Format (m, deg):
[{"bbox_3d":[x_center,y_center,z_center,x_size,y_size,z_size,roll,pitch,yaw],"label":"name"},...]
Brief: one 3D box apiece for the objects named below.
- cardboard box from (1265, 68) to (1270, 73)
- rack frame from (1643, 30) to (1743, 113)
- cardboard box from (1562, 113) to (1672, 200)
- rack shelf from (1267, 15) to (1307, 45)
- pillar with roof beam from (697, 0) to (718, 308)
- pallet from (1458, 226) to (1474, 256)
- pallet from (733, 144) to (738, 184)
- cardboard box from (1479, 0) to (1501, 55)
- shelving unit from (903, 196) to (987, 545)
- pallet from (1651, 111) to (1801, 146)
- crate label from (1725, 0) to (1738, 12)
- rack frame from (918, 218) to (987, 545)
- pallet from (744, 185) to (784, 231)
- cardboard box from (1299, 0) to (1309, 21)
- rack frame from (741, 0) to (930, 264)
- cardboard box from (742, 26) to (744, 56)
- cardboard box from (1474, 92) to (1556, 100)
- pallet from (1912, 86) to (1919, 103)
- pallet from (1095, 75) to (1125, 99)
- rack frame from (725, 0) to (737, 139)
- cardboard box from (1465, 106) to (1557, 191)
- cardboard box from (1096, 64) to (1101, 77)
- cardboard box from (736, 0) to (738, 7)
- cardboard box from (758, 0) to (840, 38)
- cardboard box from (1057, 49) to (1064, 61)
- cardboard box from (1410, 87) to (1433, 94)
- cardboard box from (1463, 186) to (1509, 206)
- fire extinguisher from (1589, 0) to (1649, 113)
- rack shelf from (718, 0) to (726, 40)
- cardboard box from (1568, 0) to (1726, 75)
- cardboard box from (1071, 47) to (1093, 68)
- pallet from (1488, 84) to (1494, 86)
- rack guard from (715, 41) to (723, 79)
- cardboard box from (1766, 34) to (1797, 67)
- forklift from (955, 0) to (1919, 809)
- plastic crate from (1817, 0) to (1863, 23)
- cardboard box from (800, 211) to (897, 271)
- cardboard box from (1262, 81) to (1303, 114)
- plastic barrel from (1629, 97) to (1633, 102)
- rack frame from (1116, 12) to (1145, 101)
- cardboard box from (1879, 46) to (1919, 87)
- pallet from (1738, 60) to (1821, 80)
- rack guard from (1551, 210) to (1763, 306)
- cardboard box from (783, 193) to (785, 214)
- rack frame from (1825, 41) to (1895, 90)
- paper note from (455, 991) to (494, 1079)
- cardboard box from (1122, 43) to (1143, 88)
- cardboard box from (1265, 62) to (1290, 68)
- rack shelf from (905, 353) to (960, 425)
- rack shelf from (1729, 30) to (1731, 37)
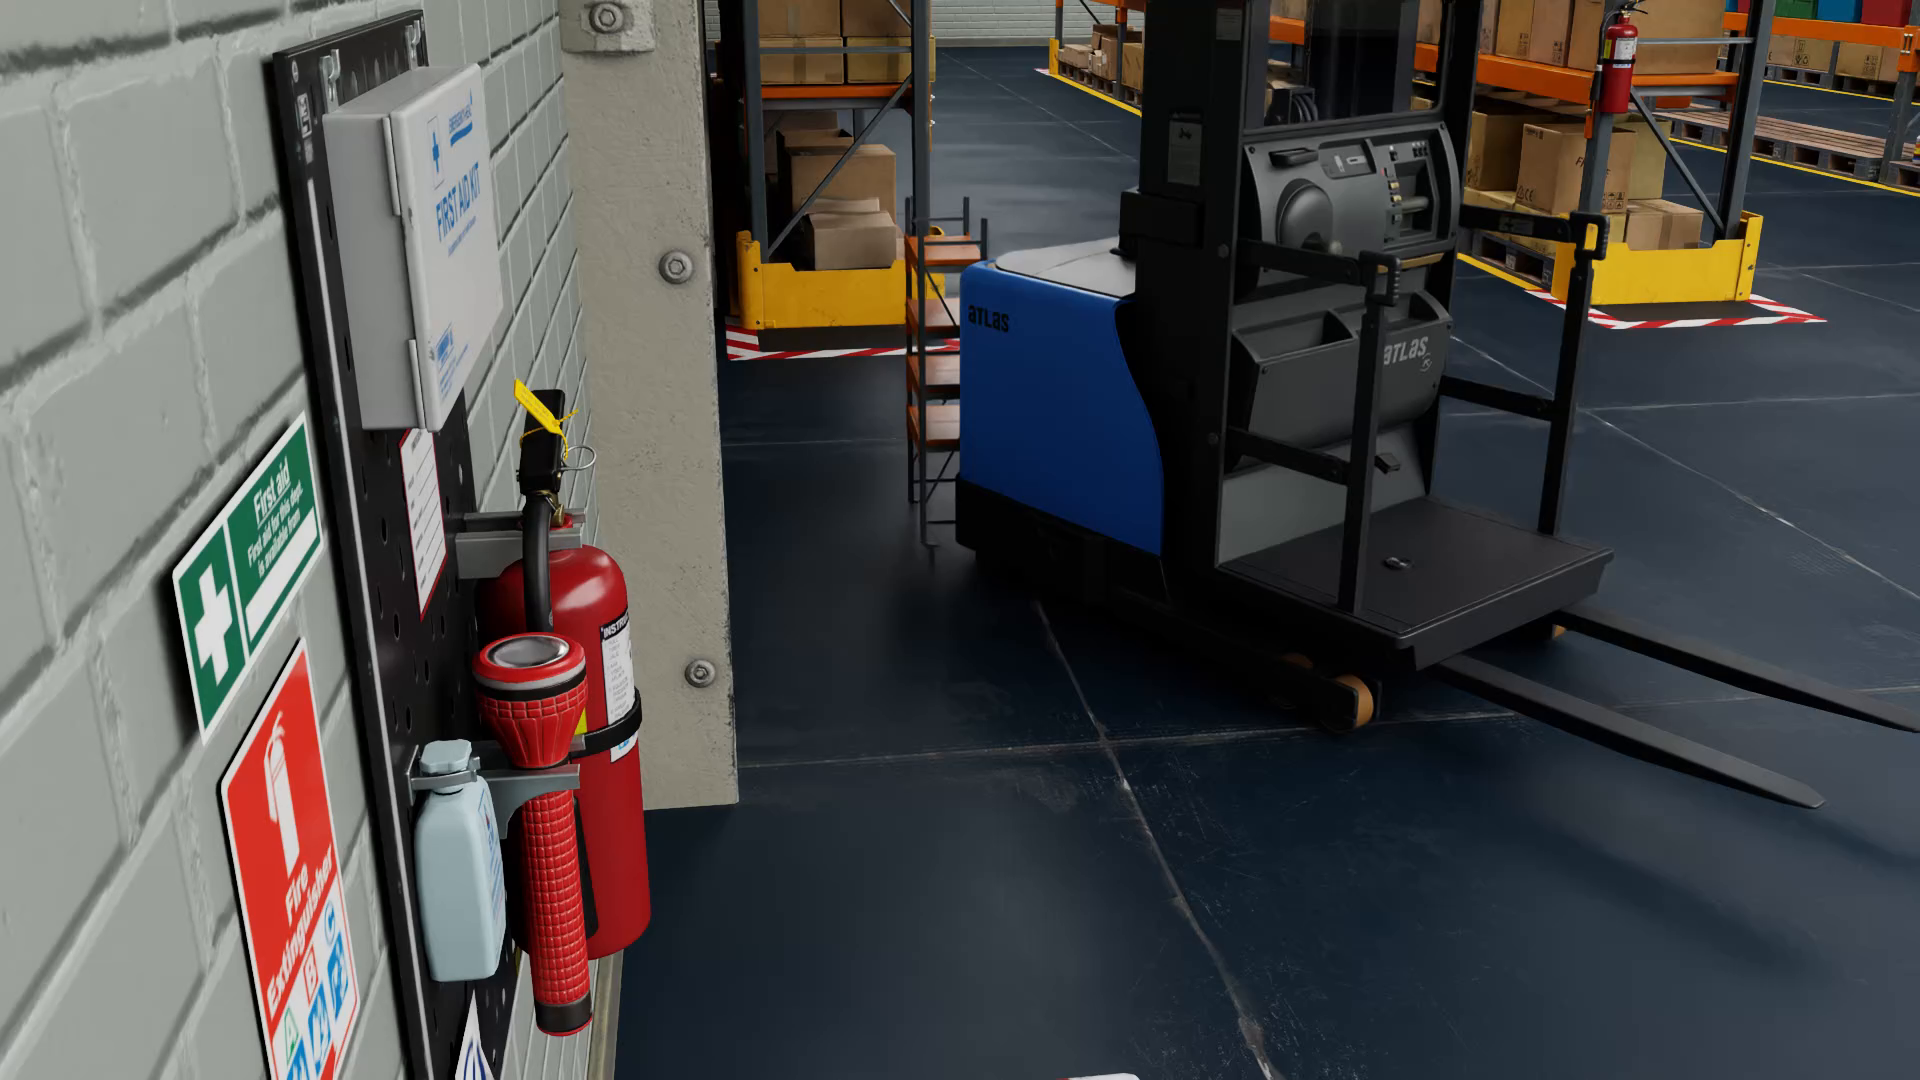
[{"bbox_3d":[2.862,-4.650,16.908,0.500,0.311,0.500,-2,21,-6],"label":"cardboard box"},{"bbox_3d":[7.980,-5.924,17.789,1.000,3.000,0.127,-3,21,-8],"label":"rack frame"},{"bbox_3d":[4.299,-2.535,10.974,0.500,0.500,0.500,-3,21,-8],"label":"cardboard box"},{"bbox_3d":[3.366,-4.646,15.395,1.077,0.370,4.000,-3,21,-8],"label":"rack shelf"},{"bbox_3d":[2.632,-5.880,9.099,9.100,9.000,0.400,-3,21,-8],"label":"pillar with roof beam"},{"bbox_3d":[3.906,-2.283,12.027,1.003,0.211,1.213,-3,21,-8],"label":"pallet"},{"bbox_3d":[-1.540,-3.426,15.086,1.003,0.211,1.213,-3,21,-8],"label":"pallet"},{"bbox_3d":[3.950,-3.650,11.559,0.700,0.500,0.500,-2,21,-6],"label":"cardboard box"},{"bbox_3d":[-0.056,-0.635,6.202,0.258,1.200,0.503,-2,21,-7],"label":"shelving unit"},{"bbox_3d":[8.053,-4.347,17.553,1.003,0.211,1.213,-3,21,-8],"label":"pallet"},{"bbox_3d":[7.855,-5.583,16.825,0.502,0.435,0.616,-3,21,-8],"label":"crate label"},{"bbox_3d":[-0.026,-0.551,5.976,0.240,1.200,0.015,-2,21,-7],"label":"rack frame"},{"bbox_3d":[-1.116,-2.502,12.613,1.003,0.211,1.213,-3,21,-8],"label":"pallet"},{"bbox_3d":[3.411,-4.960,15.065,0.500,0.500,0.500,-3,21,-8],"label":"cardboard box"},{"bbox_3d":[-0.671,-2.654,9.035,1.000,3.000,0.127,-3,21,-8],"label":"rack frame"},{"bbox_3d":[-1.168,-3.273,10.878,0.500,0.250,0.500,-3,21,-7],"label":"cardboard box"},{"bbox_3d":[4.073,-3.054,12.363,0.500,0.500,0.500,-3,21,-8],"label":"cardboard box"},{"bbox_3d":[12.669,-5.565,20.815,1.003,0.211,1.213,-3,21,-8],"label":"pallet"},{"bbox_3d":[2.403,-5.991,21.956,1.003,0.211,1.213,-3,21,-8],"label":"pallet"},{"bbox_3d":[-1.824,-5.424,16.451,1.000,3.000,0.127,-3,21,-8],"label":"rack frame"},{"bbox_3d":[3.700,-2.681,11.366,0.500,0.500,0.500,-3,21,-8],"label":"cardboard box"},{"bbox_3d":[2.025,-6.240,22.083,0.380,0.149,0.250,-3,21,-8],"label":"cardboard box"},{"bbox_3d":[-1.386,-4.156,12.171,0.500,0.500,0.500,-3,21,-9],"label":"cardboard box"},{"bbox_3d":[-0.949,-3.097,9.335,0.500,0.500,0.500,-3,21,-8],"label":"cardboard box"},{"bbox_3d":[1.644,-7.153,24.527,0.380,0.149,0.250,-3,21,-8],"label":"cardboard box"},{"bbox_3d":[3.491,-3.201,12.757,0.500,0.500,0.500,-3,21,-8],"label":"cardboard box"},{"bbox_3d":[3.703,-2.330,11.497,0.500,0.250,0.500,-3,21,-8],"label":"cardboard box"},{"bbox_3d":[3.788,-2.805,9.549,0.296,0.674,0.183,-3,21,-8],"label":"fire extinguisher"},{"bbox_3d":[-2.112,-5.779,18.431,1.077,0.370,4.000,-3,21,-8],"label":"rack shelf"},{"bbox_3d":[4.176,-3.114,10.124,0.700,0.500,0.500,-3,21,-8],"label":"cardboard box"},{"bbox_3d":[1.866,-6.814,23.474,0.500,0.250,0.500,-3,21,-8],"label":"cardboard box"},{"bbox_3d":[7.473,-5.733,21.264,1.003,0.211,1.213,-3,21,-8],"label":"pallet"},{"bbox_3d":[-2.981,-7.031,24.327,1.175,0.500,0.348,-3,21,-8],"label":"rack guard"},{"bbox_3d":[12.158,-7.304,23.921,0.875,0.875,0.875,-3,21,-8],"label":"cardboard box"},{"bbox_3d":[1.305,-1.020,4.759,1.130,2.935,3.031,-16,26,-36],"label":"forklift"},{"bbox_3d":[8.089,-4.897,15.064,0.392,0.384,0.575,-3,21,-8],"label":"plastic crate"},{"bbox_3d":[-0.681,-1.845,10.082,0.500,0.311,0.500,-5,21,-14],"label":"cardboard box"},{"bbox_3d":[3.092,-4.114,15.472,0.500,0.311,0.500,-3,21,-8],"label":"cardboard box"},{"bbox_3d":[7.722,-5.314,19.113,0.421,0.512,0.421,0,20,0],"label":"plastic barrel"},{"bbox_3d":[2.501,-7.060,20.832,1.000,3.000,0.127,-3,21,-8],"label":"rack frame"},{"bbox_3d":[12.546,-6.230,21.045,1.225,0.875,0.875,-4,21,-10],"label":"cardboard box"},{"bbox_3d":[12.093,-6.943,24.503,1.003,0.211,1.213,-3,21,-8],"label":"pallet"},{"bbox_3d":[4.234,-1.726,10.123,1.175,0.500,0.348,-3,21,-8],"label":"rack guard"},{"bbox_3d":[-1.037,-2.355,11.680,0.380,0.149,0.250,-5,21,-12],"label":"cardboard box"},{"bbox_3d":[12.304,-7.558,22.166,1.000,3.000,0.127,-3,21,-8],"label":"rack frame"},{"bbox_3d":[-0.487,0.560,1.690,0.016,0.148,0.142,-3,21,-8],"label":"paper note"},{"bbox_3d":[2.329,-5.915,20.711,0.500,0.500,0.500,-4,21,-10],"label":"cardboard box"},{"bbox_3d":[3.295,-4.882,17.944,0.500,0.500,0.500,-2,21,-5],"label":"cardboard box"},{"bbox_3d":[-0.056,-0.572,6.226,0.258,0.148,0.480,-2,21,-7],"label":"rack shelf"},{"bbox_3d":[7.691,-6.279,19.769,1.077,0.370,4.000,-3,21,-8],"label":"rack shelf"}]
